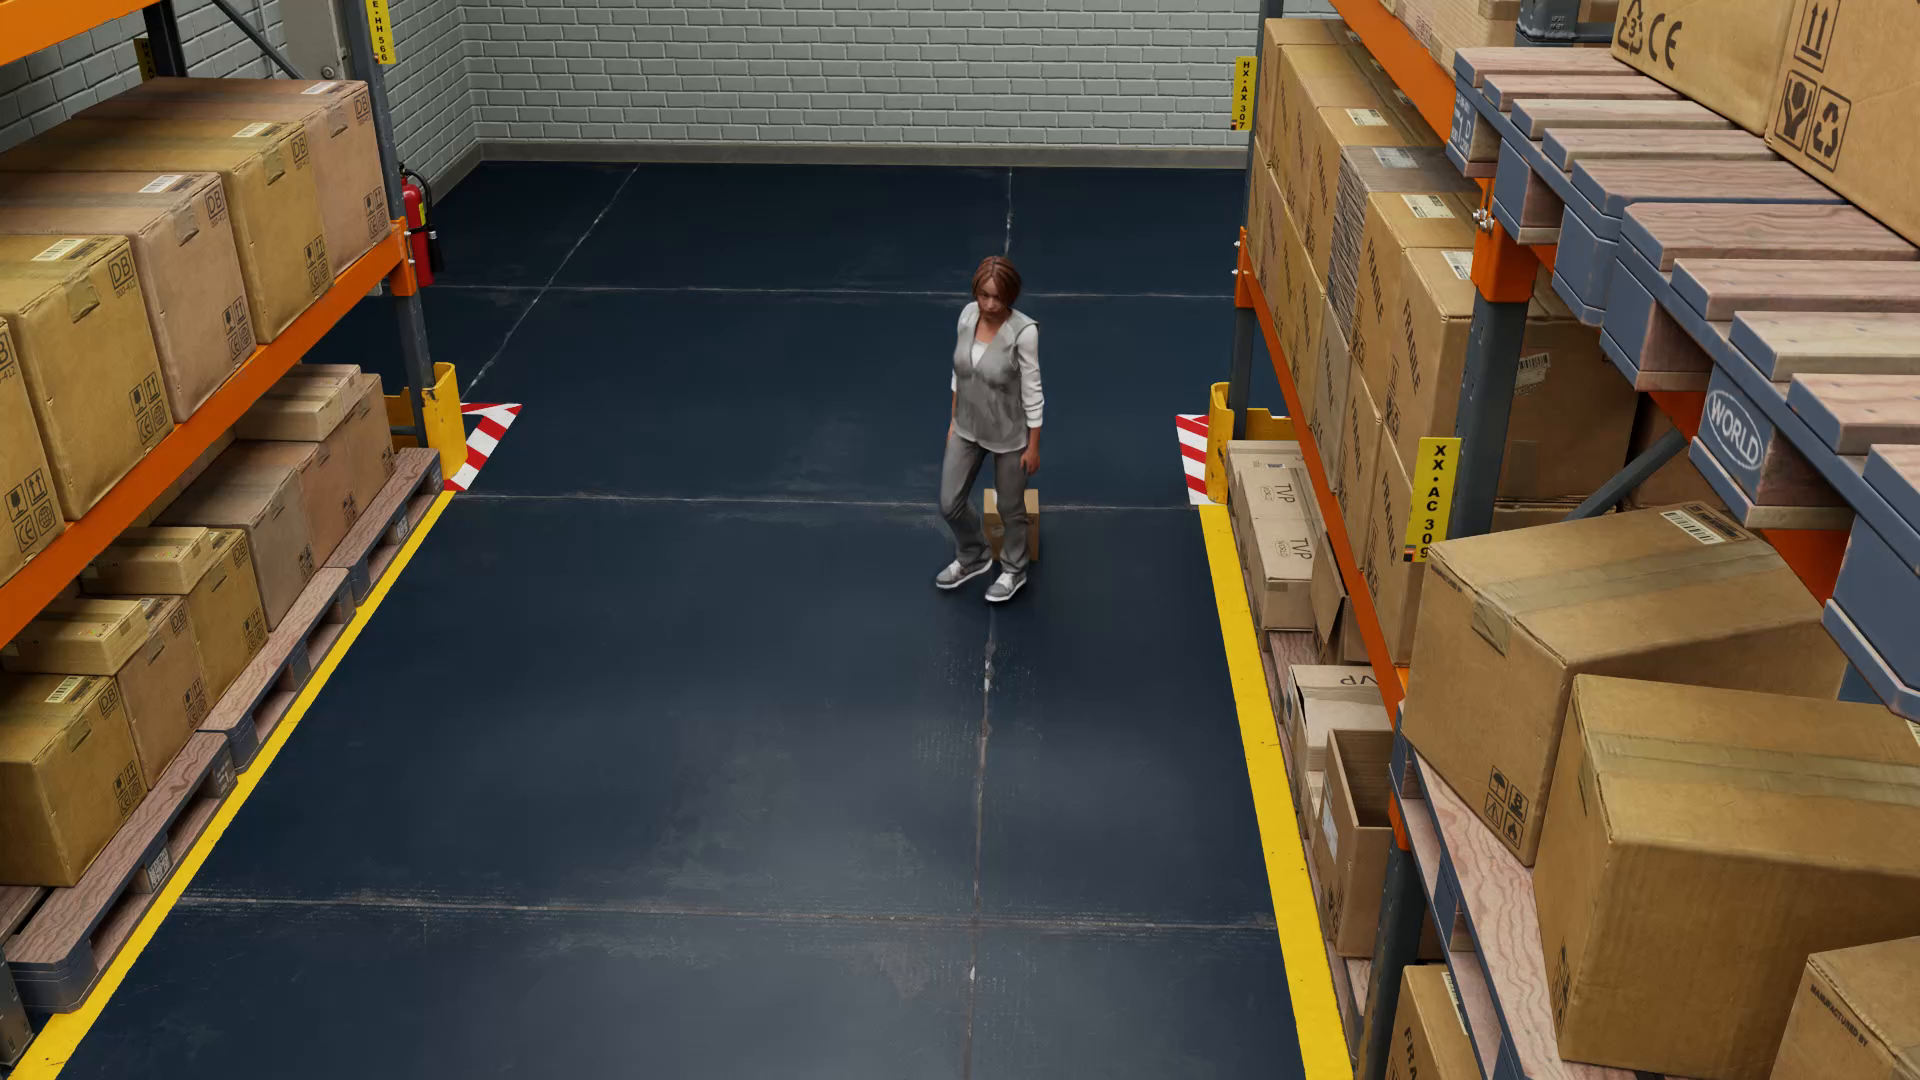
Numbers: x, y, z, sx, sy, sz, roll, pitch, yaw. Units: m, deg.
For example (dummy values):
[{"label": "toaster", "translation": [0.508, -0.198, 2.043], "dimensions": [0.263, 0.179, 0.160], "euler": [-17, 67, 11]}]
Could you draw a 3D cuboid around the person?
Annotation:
[{"label": "person", "translation": [0.135, -0.450, 6.922], "dimensions": [0.522, 1.583, 0.440], "euler": [16, 32, 27]}]
